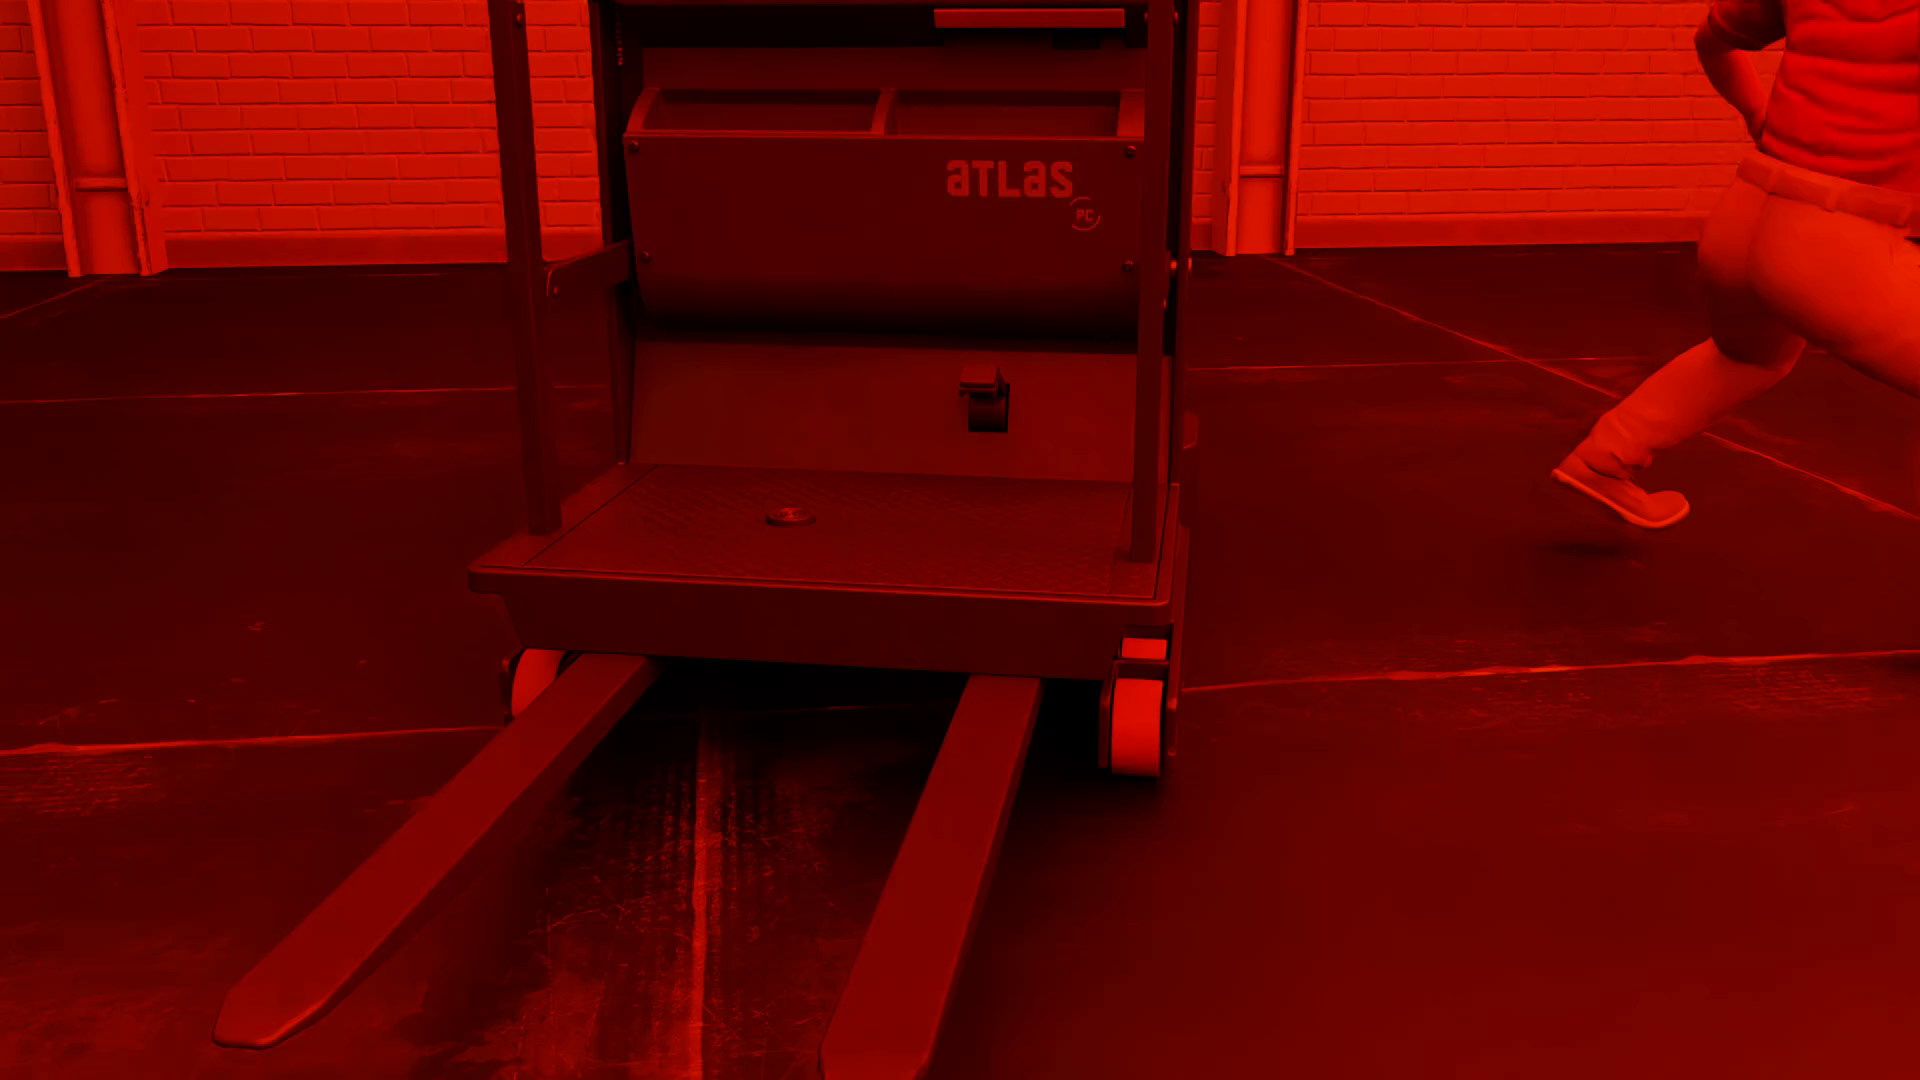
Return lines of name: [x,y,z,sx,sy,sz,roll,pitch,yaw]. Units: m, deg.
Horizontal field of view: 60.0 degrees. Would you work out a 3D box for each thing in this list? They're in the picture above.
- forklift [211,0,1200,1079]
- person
forklift: [-0.161,-1.126,2.624,1.130,2.935,3.031,3,17,8]
person: [1.762,-0.544,3.225,0.557,1.664,1.180,-4,17,-12]
